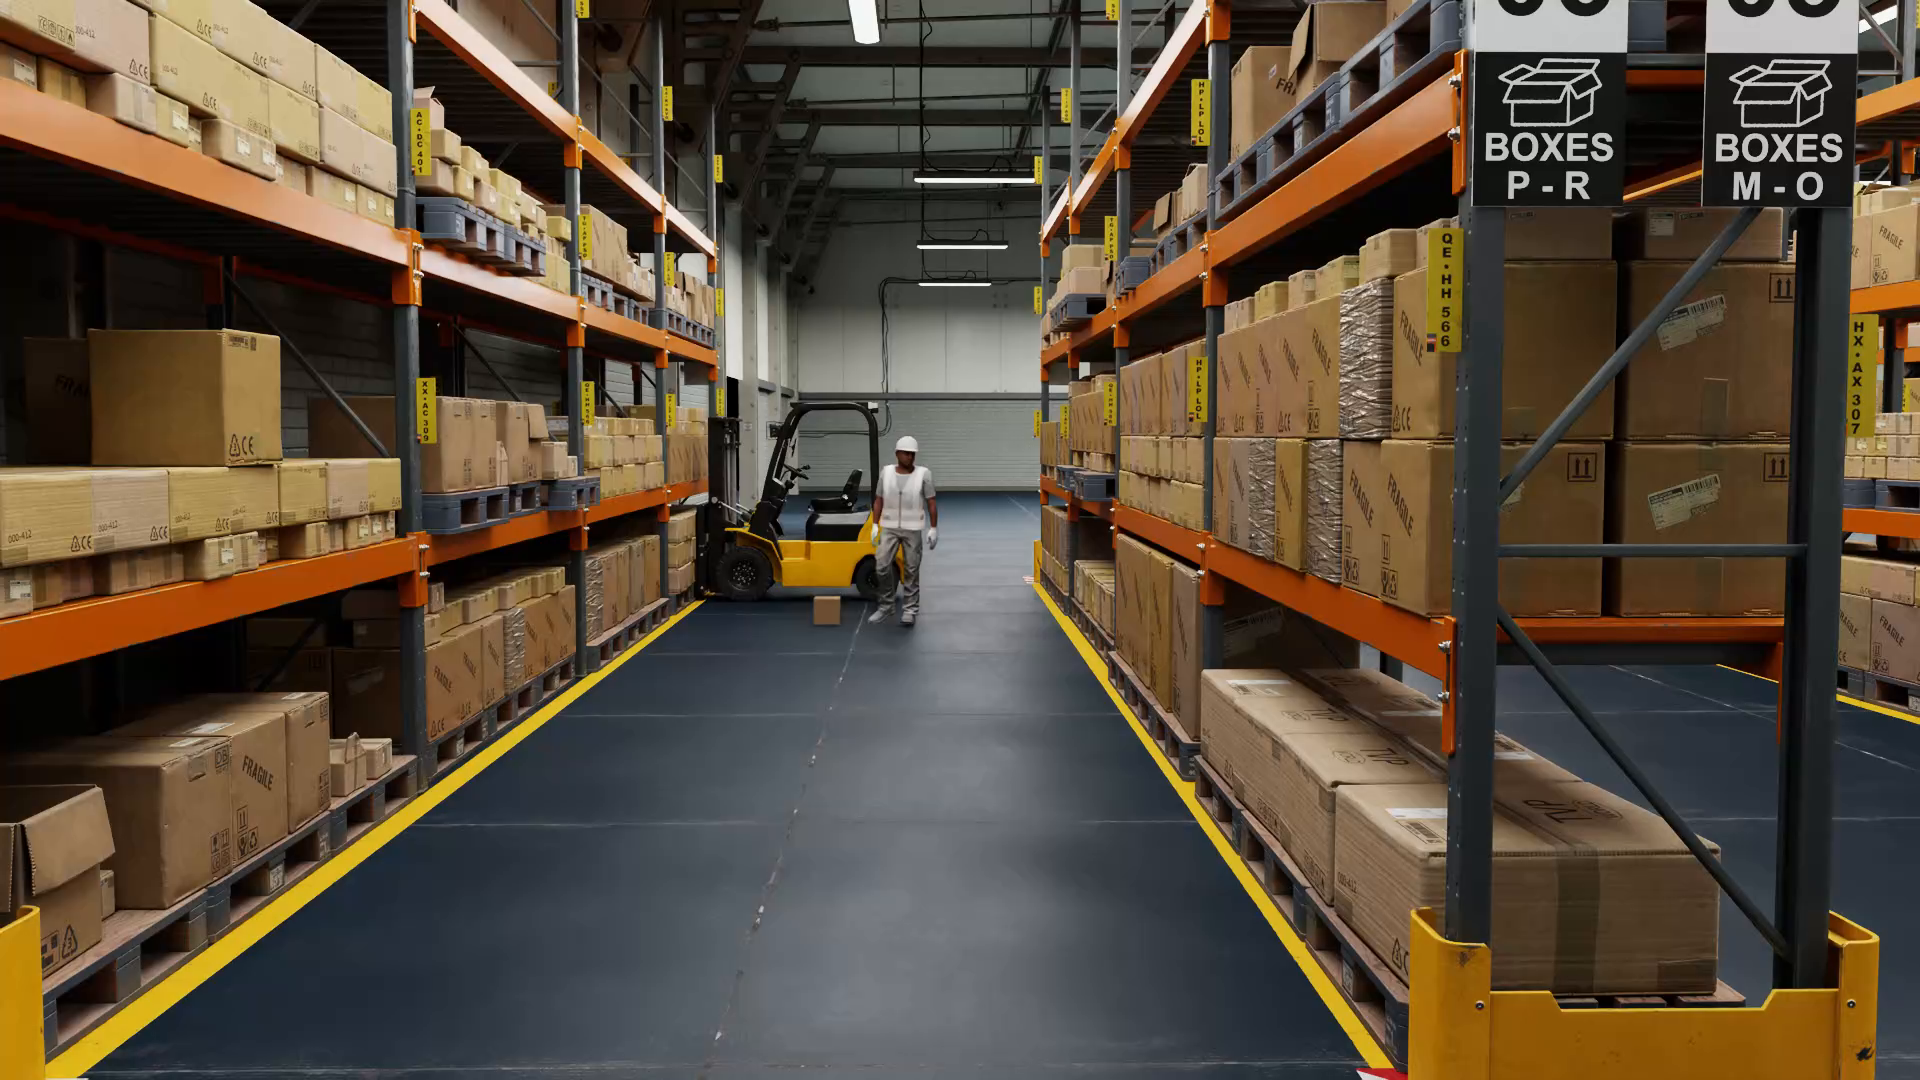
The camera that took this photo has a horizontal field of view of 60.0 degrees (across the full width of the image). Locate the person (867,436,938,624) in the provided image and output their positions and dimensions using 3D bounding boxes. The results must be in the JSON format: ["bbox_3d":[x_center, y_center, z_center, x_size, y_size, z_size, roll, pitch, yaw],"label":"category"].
[{"bbox_3d":[-0.544,-0.092,15.665,0.666,1.769,0.452,0,4,7],"label":"person"}]
